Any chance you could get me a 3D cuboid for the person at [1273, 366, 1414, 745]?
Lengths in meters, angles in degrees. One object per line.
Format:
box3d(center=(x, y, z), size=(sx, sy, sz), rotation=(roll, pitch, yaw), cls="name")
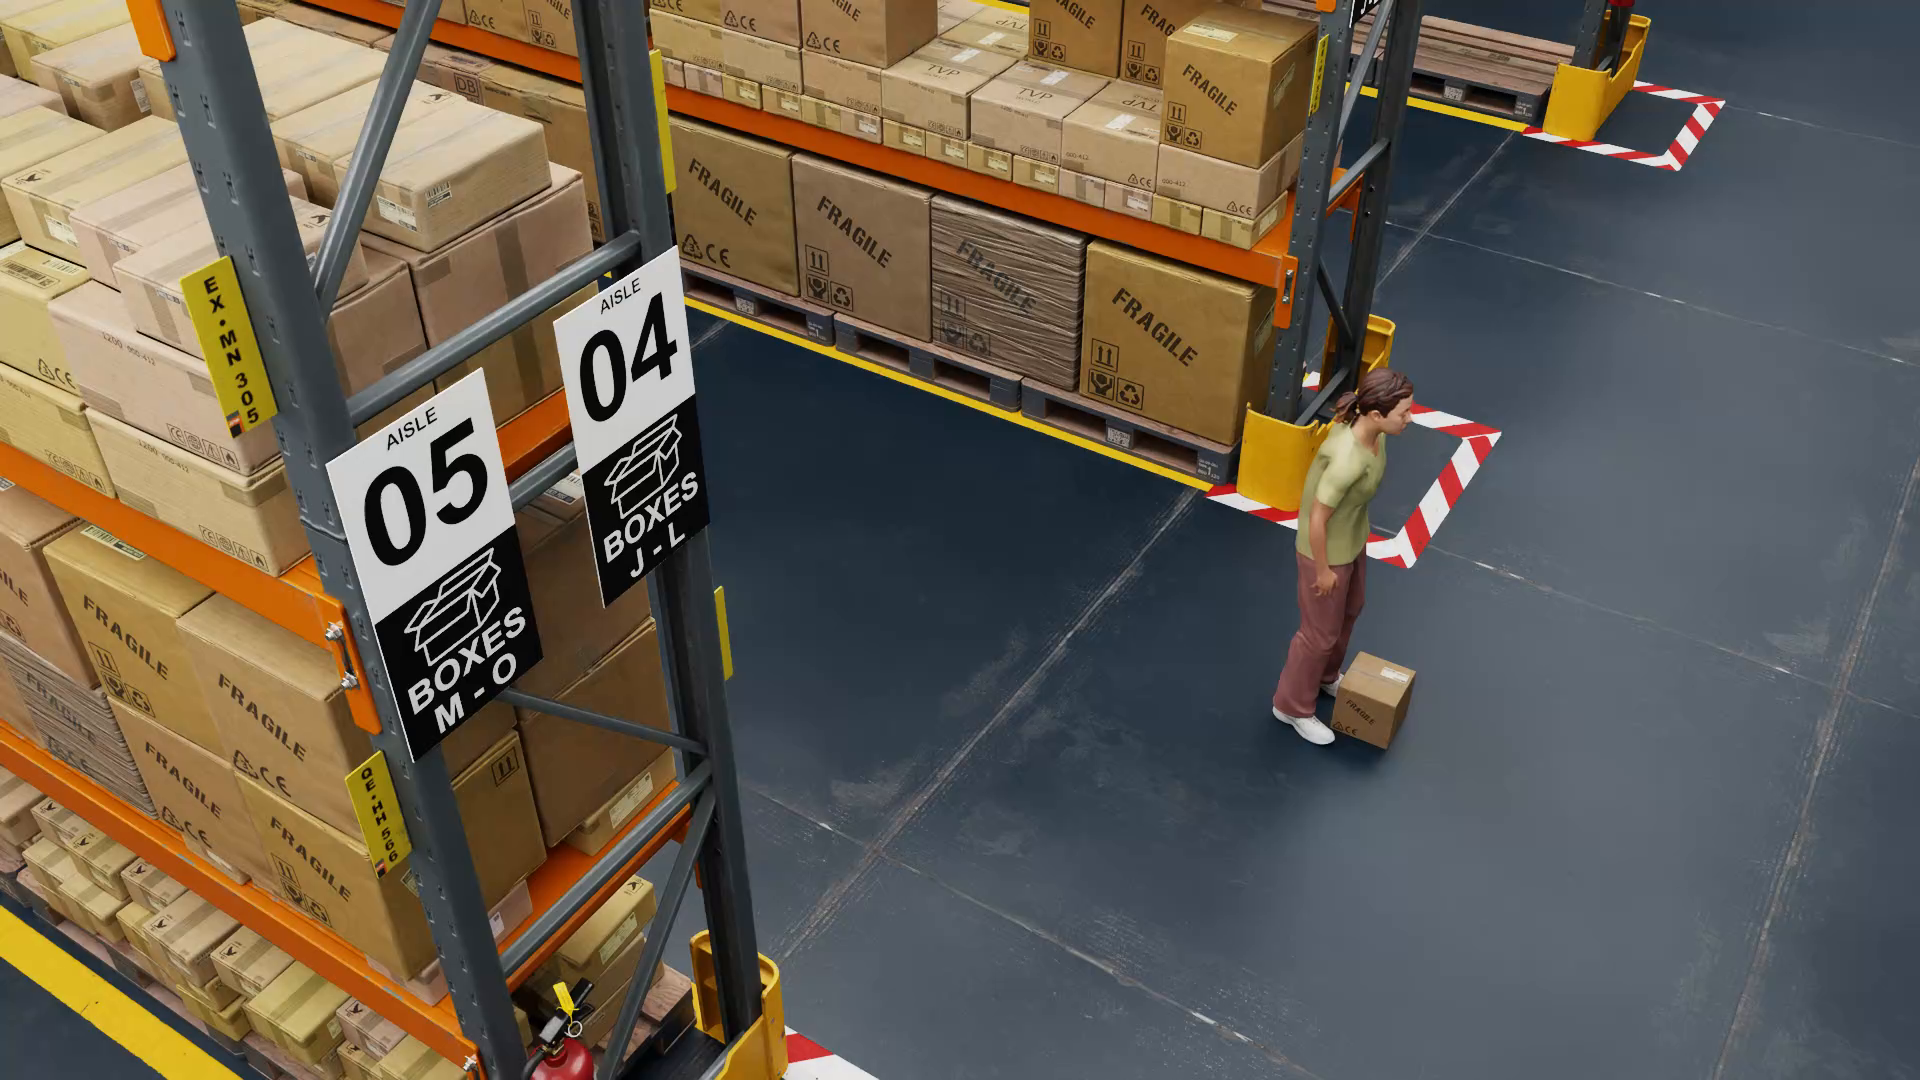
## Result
box3d(center=(1.523, 0.034, 6.639), size=(0.364, 1.671, 0.520), rotation=(19, 42, 22), cls="person")
